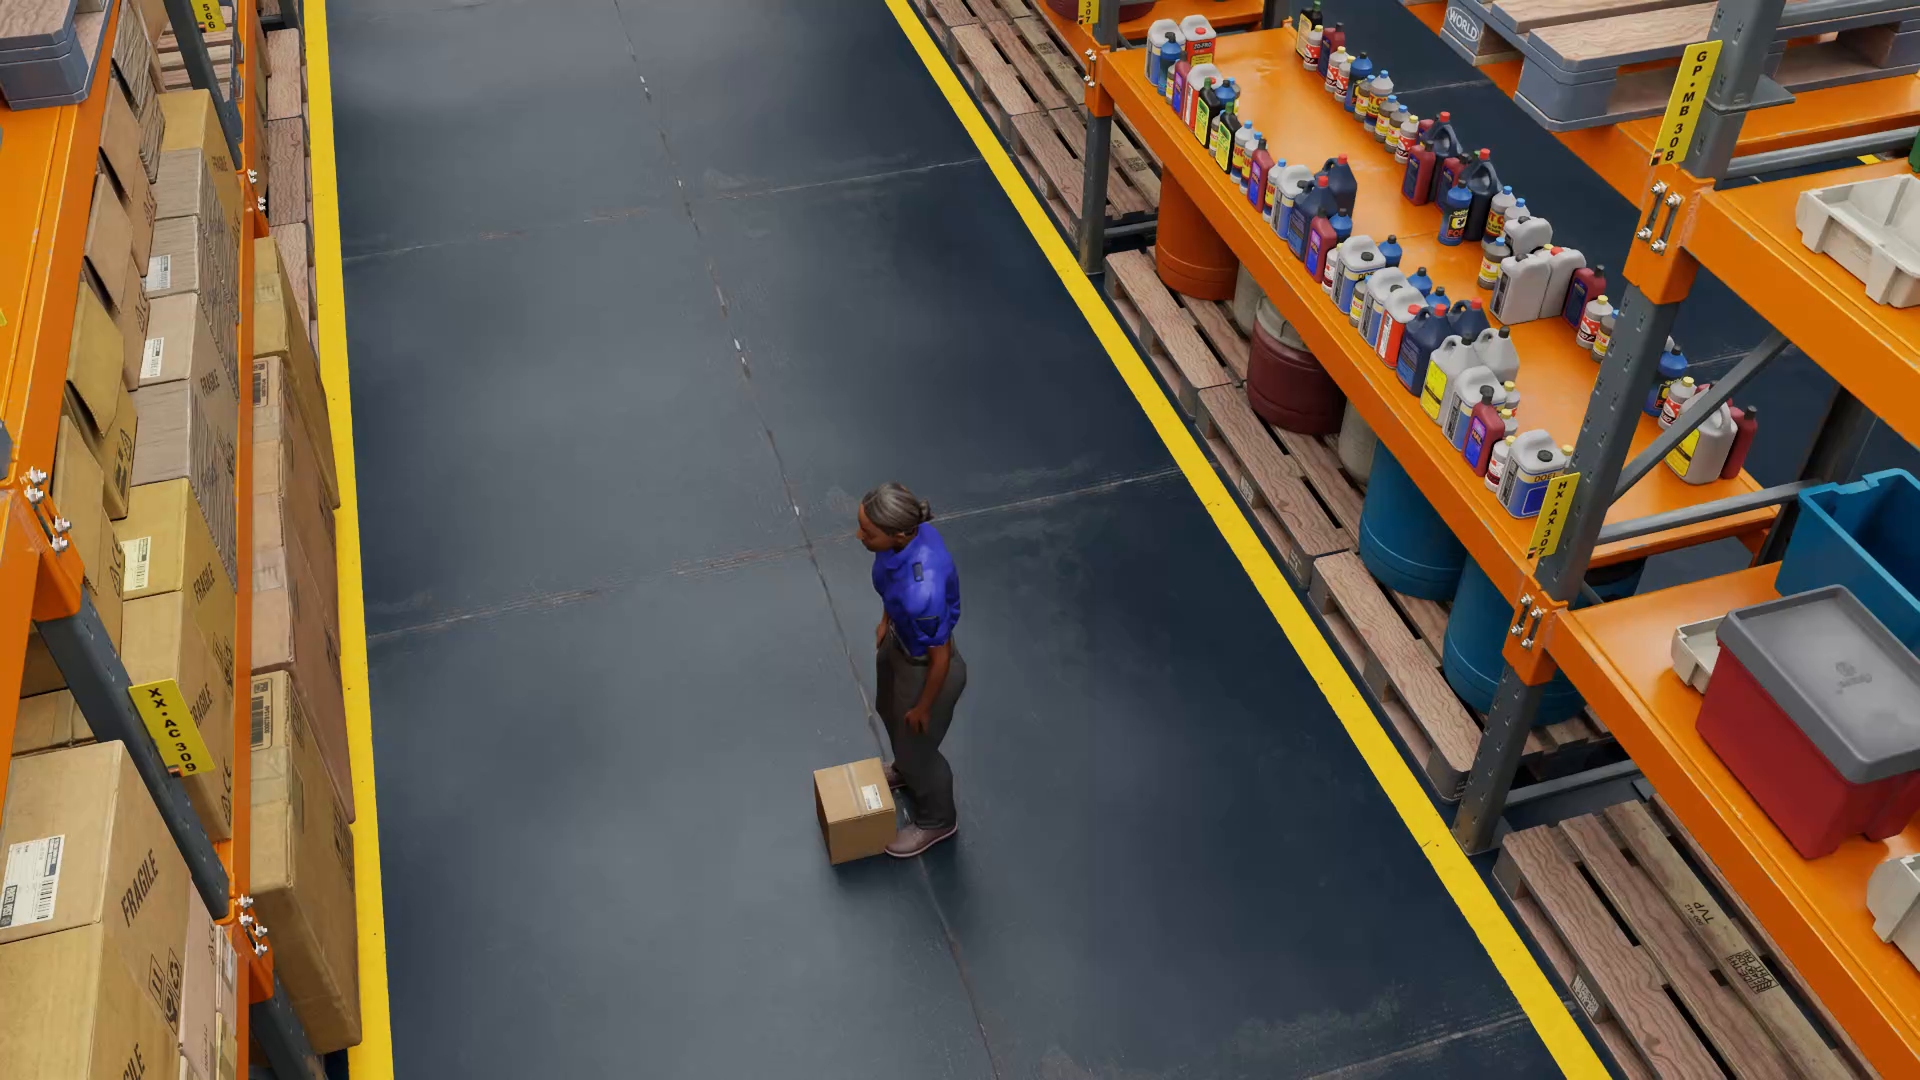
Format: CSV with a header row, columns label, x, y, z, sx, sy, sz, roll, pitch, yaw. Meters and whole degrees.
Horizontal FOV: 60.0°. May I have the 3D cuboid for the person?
label,x,y,z,sx,sy,sz,roll,pitch,yaw
person,-0.168,0.421,5.705,0.347,1.655,0.505,-12,44,-12
